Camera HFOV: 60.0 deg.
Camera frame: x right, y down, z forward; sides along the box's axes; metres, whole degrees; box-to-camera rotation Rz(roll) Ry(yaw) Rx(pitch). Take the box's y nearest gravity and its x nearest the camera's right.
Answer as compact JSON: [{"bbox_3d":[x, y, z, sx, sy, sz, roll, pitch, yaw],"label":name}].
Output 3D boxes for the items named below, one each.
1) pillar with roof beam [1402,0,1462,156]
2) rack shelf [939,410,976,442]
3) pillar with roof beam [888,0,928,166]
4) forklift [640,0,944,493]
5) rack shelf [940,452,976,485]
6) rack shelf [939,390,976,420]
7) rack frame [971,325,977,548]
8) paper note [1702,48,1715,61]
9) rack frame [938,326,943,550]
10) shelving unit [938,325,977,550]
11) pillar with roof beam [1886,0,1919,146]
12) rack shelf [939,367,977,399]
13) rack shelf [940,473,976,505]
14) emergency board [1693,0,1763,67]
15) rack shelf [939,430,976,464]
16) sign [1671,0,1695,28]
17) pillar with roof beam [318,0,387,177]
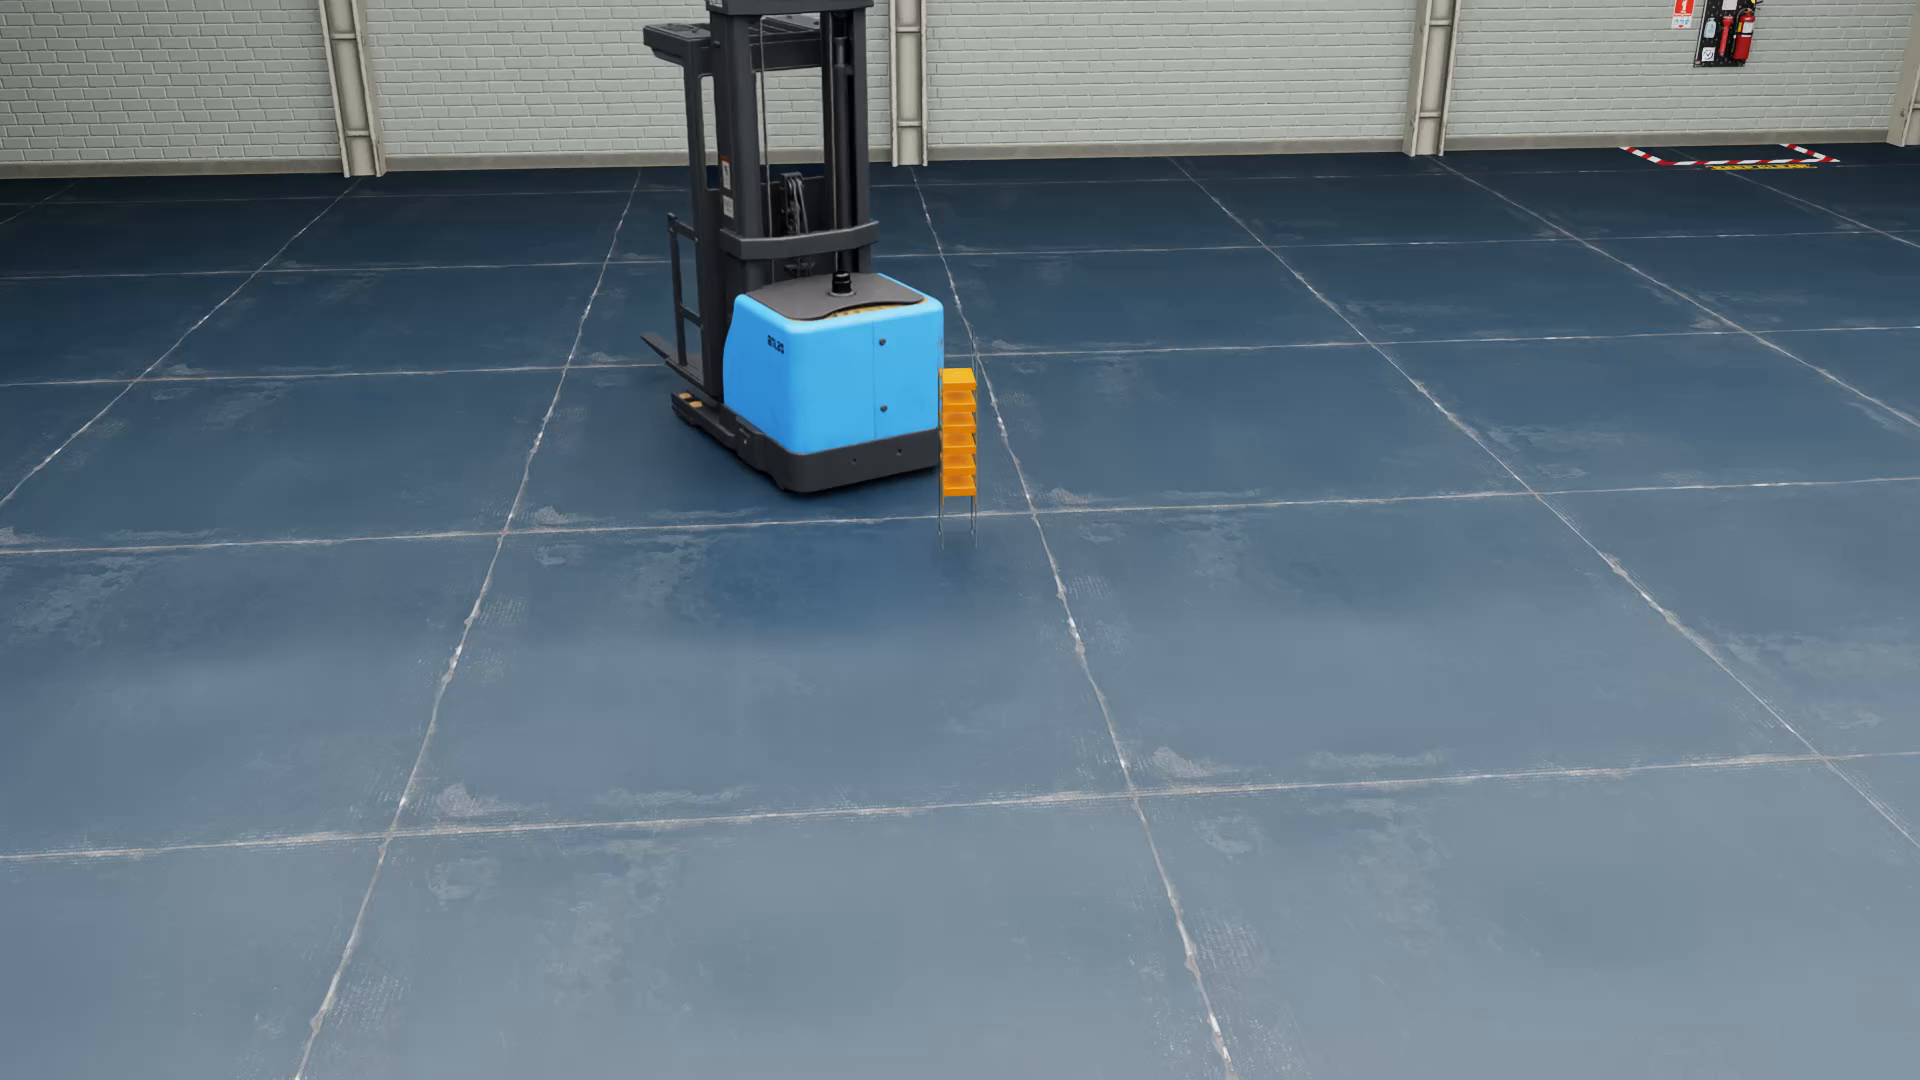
[{"bbox_3d":[5.818,-6.885,13.660,0.400,9.000,9.100,-2,24,-5],"label":"pillar with roof beam"},{"bbox_3d":[-0.014,-0.617,8.974,0.180,0.103,0.258,-2,24,-5],"label":"rack shelf"},{"bbox_3d":[-0.153,-6.645,13.121,0.400,9.000,9.100,-2,24,-5],"label":"pillar with roof beam"},{"bbox_3d":[-1.264,-2.171,10.525,1.130,2.935,3.031,-13,27,-28],"label":"forklift"},{"bbox_3d":[-0.014,-0.397,9.072,0.180,0.103,0.258,-2,24,-5],"label":"rack shelf"},{"bbox_3d":[-0.014,-0.726,8.926,0.180,0.103,0.258,-2,24,-5],"label":"rack shelf"},{"bbox_3d":[0.077,-0.551,9.013,0.006,1.200,0.240,-2,24,-5],"label":"rack frame"},{"bbox_3d":[8.720,-5.658,19.371,0.142,0.148,0.016,-2,24,-5],"label":"paper note"},{"bbox_3d":[-0.105,-0.544,8.997,0.006,1.200,0.240,-2,24,-5],"label":"rack frame"},{"bbox_3d":[-0.014,-0.548,9.005,0.189,1.200,0.258,-2,24,-5],"label":"shelving unit"},{"bbox_3d":[11.789,-7.124,14.199,0.400,9.000,9.100,-2,24,-5],"label":"pillar with roof beam"},{"bbox_3d":[-0.014,-0.836,8.877,0.180,0.103,0.258,-2,24,-5],"label":"rack shelf"},{"bbox_3d":[-0.014,-0.288,9.121,0.180,0.103,0.258,-2,24,-5],"label":"rack shelf"},{"bbox_3d":[8.903,-6.040,19.145,0.643,1.169,0.194,-2,24,-5],"label":"emergency board"},{"bbox_3d":[-0.014,-0.507,9.023,0.180,0.103,0.258,-2,24,-5],"label":"rack shelf"},{"bbox_3d":[8.342,-6.076,19.182,0.234,0.329,0.001,-2,24,-5],"label":"sign"},{"bbox_3d":[-6.124,-6.406,12.583,0.400,9.000,9.100,-2,24,-5],"label":"pillar with roof beam"}]
